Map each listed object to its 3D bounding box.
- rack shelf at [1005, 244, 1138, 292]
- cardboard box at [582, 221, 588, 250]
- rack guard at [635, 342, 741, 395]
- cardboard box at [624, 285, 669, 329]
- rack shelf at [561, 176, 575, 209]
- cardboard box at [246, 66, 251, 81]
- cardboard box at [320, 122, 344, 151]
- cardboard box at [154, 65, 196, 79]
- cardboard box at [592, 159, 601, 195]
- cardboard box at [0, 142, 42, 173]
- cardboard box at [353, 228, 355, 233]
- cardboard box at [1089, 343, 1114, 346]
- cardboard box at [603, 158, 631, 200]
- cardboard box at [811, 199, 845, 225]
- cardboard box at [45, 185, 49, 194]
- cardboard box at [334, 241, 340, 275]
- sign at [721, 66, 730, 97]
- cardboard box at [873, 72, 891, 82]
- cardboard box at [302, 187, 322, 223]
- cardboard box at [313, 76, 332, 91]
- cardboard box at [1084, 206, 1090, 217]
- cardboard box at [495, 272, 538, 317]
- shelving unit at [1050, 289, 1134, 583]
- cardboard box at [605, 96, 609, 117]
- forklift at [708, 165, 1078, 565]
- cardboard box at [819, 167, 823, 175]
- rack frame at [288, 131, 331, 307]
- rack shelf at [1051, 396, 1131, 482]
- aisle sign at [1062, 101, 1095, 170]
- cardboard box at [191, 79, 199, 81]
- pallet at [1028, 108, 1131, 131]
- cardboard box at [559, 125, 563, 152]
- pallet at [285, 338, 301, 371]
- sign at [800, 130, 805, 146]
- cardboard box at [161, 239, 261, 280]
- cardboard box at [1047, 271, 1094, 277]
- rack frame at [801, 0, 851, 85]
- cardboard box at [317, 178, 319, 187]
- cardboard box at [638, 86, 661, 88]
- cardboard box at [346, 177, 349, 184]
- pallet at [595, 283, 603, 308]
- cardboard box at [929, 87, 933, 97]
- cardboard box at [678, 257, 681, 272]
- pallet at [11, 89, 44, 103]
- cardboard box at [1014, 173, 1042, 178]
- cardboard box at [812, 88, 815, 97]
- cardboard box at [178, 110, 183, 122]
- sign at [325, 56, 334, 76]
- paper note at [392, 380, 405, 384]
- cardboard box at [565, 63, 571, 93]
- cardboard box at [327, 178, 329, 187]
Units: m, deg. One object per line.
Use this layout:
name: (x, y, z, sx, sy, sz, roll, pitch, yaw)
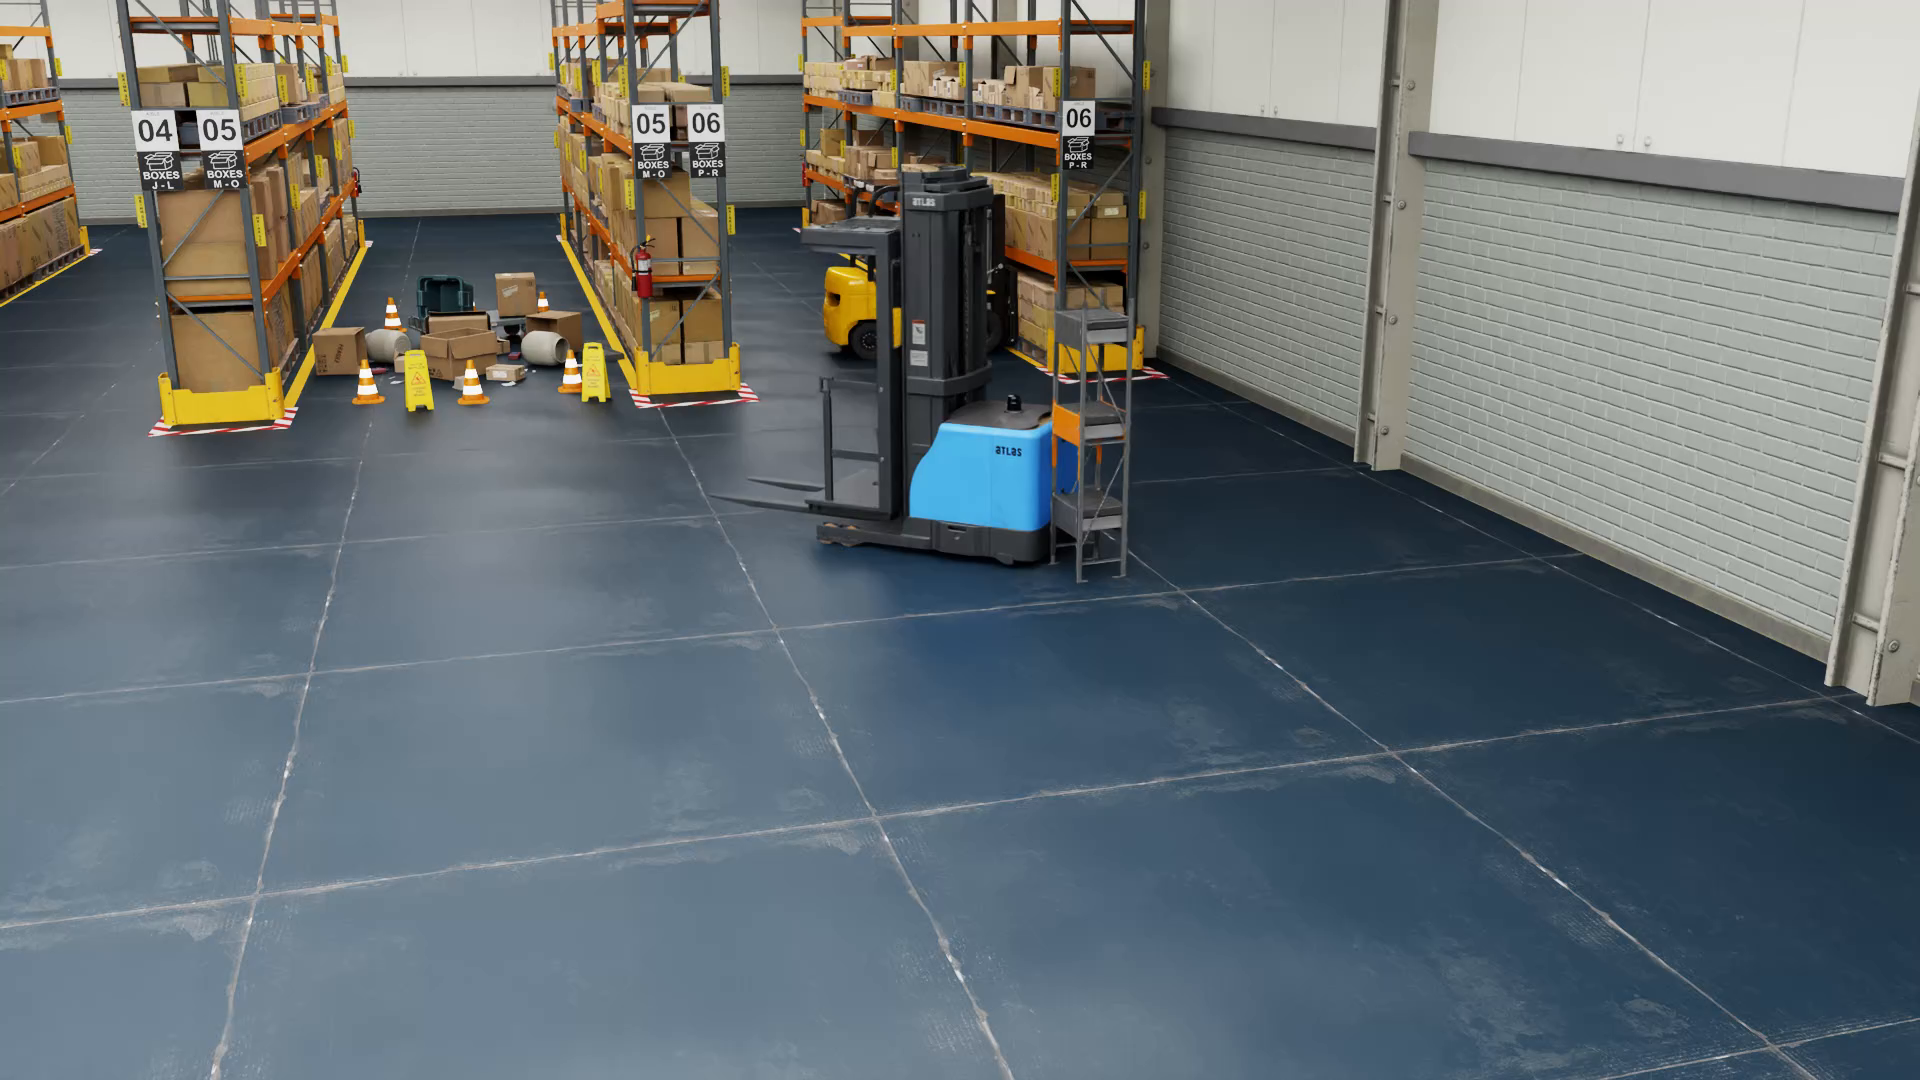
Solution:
rack shelf: (1.107, -3.757, 21.997, 1.077, 0.370, 4.000, -5, 17, -15)
cardboard box: (-6.482, -5.631, 30.707, 0.875, 0.438, 0.875, -5, 17, -16)
rack guard: (-3.136, -1.979, 19.171, 1.175, 0.500, 0.348, -5, 17, -15)
cardboard box: (-3.864, -2.884, 20.584, 0.500, 0.500, 0.500, -5, 17, -17)
rack shelf: (-6.962, -6.683, 31.737, 1.077, 0.370, 4.000, -5, 17, -15)
cardboard box: (-7.840, -5.011, 17.852, 0.380, 0.149, 0.250, -5, 17, -15)
cardboard box: (-11.440, -7.295, 30.093, 0.500, 0.500, 0.500, -5, 18, -17)
cardboard box: (-8.685, -5.171, 18.386, 0.380, 0.149, 0.250, -5, 17, -15)
cardboard box: (-5.262, -5.473, 25.038, 0.500, 0.500, 0.500, -4, 17, -12)
cardboard box: (-16.102, -6.554, 28.496, 0.500, 0.500, 0.500, -5, 18, -17)
cardboard box: (-11.680, -5.873, 31.497, 0.380, 0.149, 0.250, -5, 18, -18)
cardboard box: (1.710, -2.584, 20.891, 0.500, 0.250, 0.500, -5, 17, -15)
cardboard box: (-4.070, -4.508, 20.816, 0.700, 0.500, 0.500, -5, 17, -16)
cardboard box: (-2.663, -6.803, 34.496, 0.797, 0.503, 0.637, -5, 18, -17)
cardboard box: (-16.133, -6.110, 29.015, 0.380, 0.149, 0.250, -5, 17, -17)
cardboard box: (-10.421, -4.590, 27.134, 0.500, 0.500, 0.500, -5, 17, -16)
sign: (-2.593, -5.053, 18.327, 0.100, 0.325, 0.005, -5, 17, -15)
cardboard box: (-1.277, -7.890, 28.342, 0.380, 0.149, 0.250, -5, 17, -15)
cardboard box: (-9.663, -4.893, 24.354, 0.500, 0.500, 0.500, -5, 17, -15)
cardboard box: (-11.046, -7.811, 28.420, 0.500, 0.250, 0.500, -4, 17, -13)
cardboard box: (1.684, -4.085, 20.535, 0.380, 0.149, 0.250, -5, 17, -15)
cardboard box: (-5.917, -3.278, 22.180, 0.500, 0.500, 0.500, -5, 17, -15)
shelving unit: (0.972, -0.773, 12.375, 0.431, 2.100, 0.503, -6, 18, -20)
cardboard box: (-4.206, -5.484, 21.023, 0.500, 0.250, 0.500, -5, 17, -16)
forklift: (-0.598, -1.476, 13.270, 3.031, 2.935, 1.130, 7, 18, 23)
cardboard box: (-2.608, -7.381, 33.247, 0.380, 0.149, 0.250, -5, 17, -17)
rack frame: (-10.045, -4.949, 24.713, 1.000, 3.000, 0.127, -5, 17, -15)
rack shelf: (0.972, -0.760, 12.379, 0.431, 0.518, 0.480, -6, 18, -20)
aisle sign: (1.392, -4.752, 19.540, 0.394, 0.787, 0.004, -5, 17, -15)
cardboard box: (-8.523, -4.883, 18.119, 0.500, 0.250, 0.500, -5, 17, -16)
pallet: (1.487, -5.140, 20.291, 1.003, 0.211, 1.213, -5, 17, -15)
cardboard box: (-7.505, -7.810, 32.326, 0.500, 0.500, 0.500, -5, 17, -17)
pallet: (-8.812, -2.290, 20.710, 1.003, 0.211, 1.213, -5, 17, -15)
sign: (-3.262, -8.346, 34.518, 0.100, 0.325, 0.005, -5, 17, -15)
cardboard box: (-8.164, -3.057, 18.155, 0.875, 0.550, 0.550, -5, 17, -15)
cardboard box: (1.439, -3.337, 21.658, 0.500, 0.250, 0.500, -5, 17, -16)
rack frame: (-2.740, -10.847, 33.922, 1.000, 3.000, 0.127, -5, 17, -15)
cardboard box: (-10.275, -5.609, 26.100, 0.380, 0.149, 0.250, -5, 17, -15)
cardboard box: (-3.741, -5.284, 19.665, 0.380, 0.149, 0.250, -5, 17, -17)
cardboard box: (-11.674, -6.765, 31.195, 0.380, 0.149, 0.250, -4, 17, -14)
pallet: (-5.100, -3.816, 25.790, 1.003, 0.211, 1.213, -5, 17, -15)
cardboard box: (-0.249, -6.714, 24.908, 0.380, 0.149, 0.250, -5, 17, -16)
cardboard box: (-3.092, -3.214, 19.374, 0.380, 0.149, 0.250, -4, 17, -14)
pallet: (-16.488, -7.649, 28.642, 1.003, 0.211, 1.213, -5, 17, -15)
cardboard box: (0.965, -5.019, 23.128, 0.380, 0.149, 0.250, -5, 17, -17)
cardboard box: (-2.756, -8.964, 33.303, 0.380, 0.149, 0.250, -4, 17, -14)
cardboard box: (-8.332, -4.436, 17.325, 0.380, 0.149, 0.250, -5, 17, -15)
sign: (-10.612, -7.973, 27.983, 0.100, 0.325, 0.005, -5, 17, -15)
paper note: (-6.634, -1.870, 19.626, 0.144, 0.017, 0.142, 1, 17, 4)
cardboard box: (-6.449, -7.893, 28.398, 0.500, 0.500, 0.500, -5, 17, -16)
cardboard box: (-10.773, -5.970, 27.819, 0.380, 0.149, 0.250, -5, 17, -15)
